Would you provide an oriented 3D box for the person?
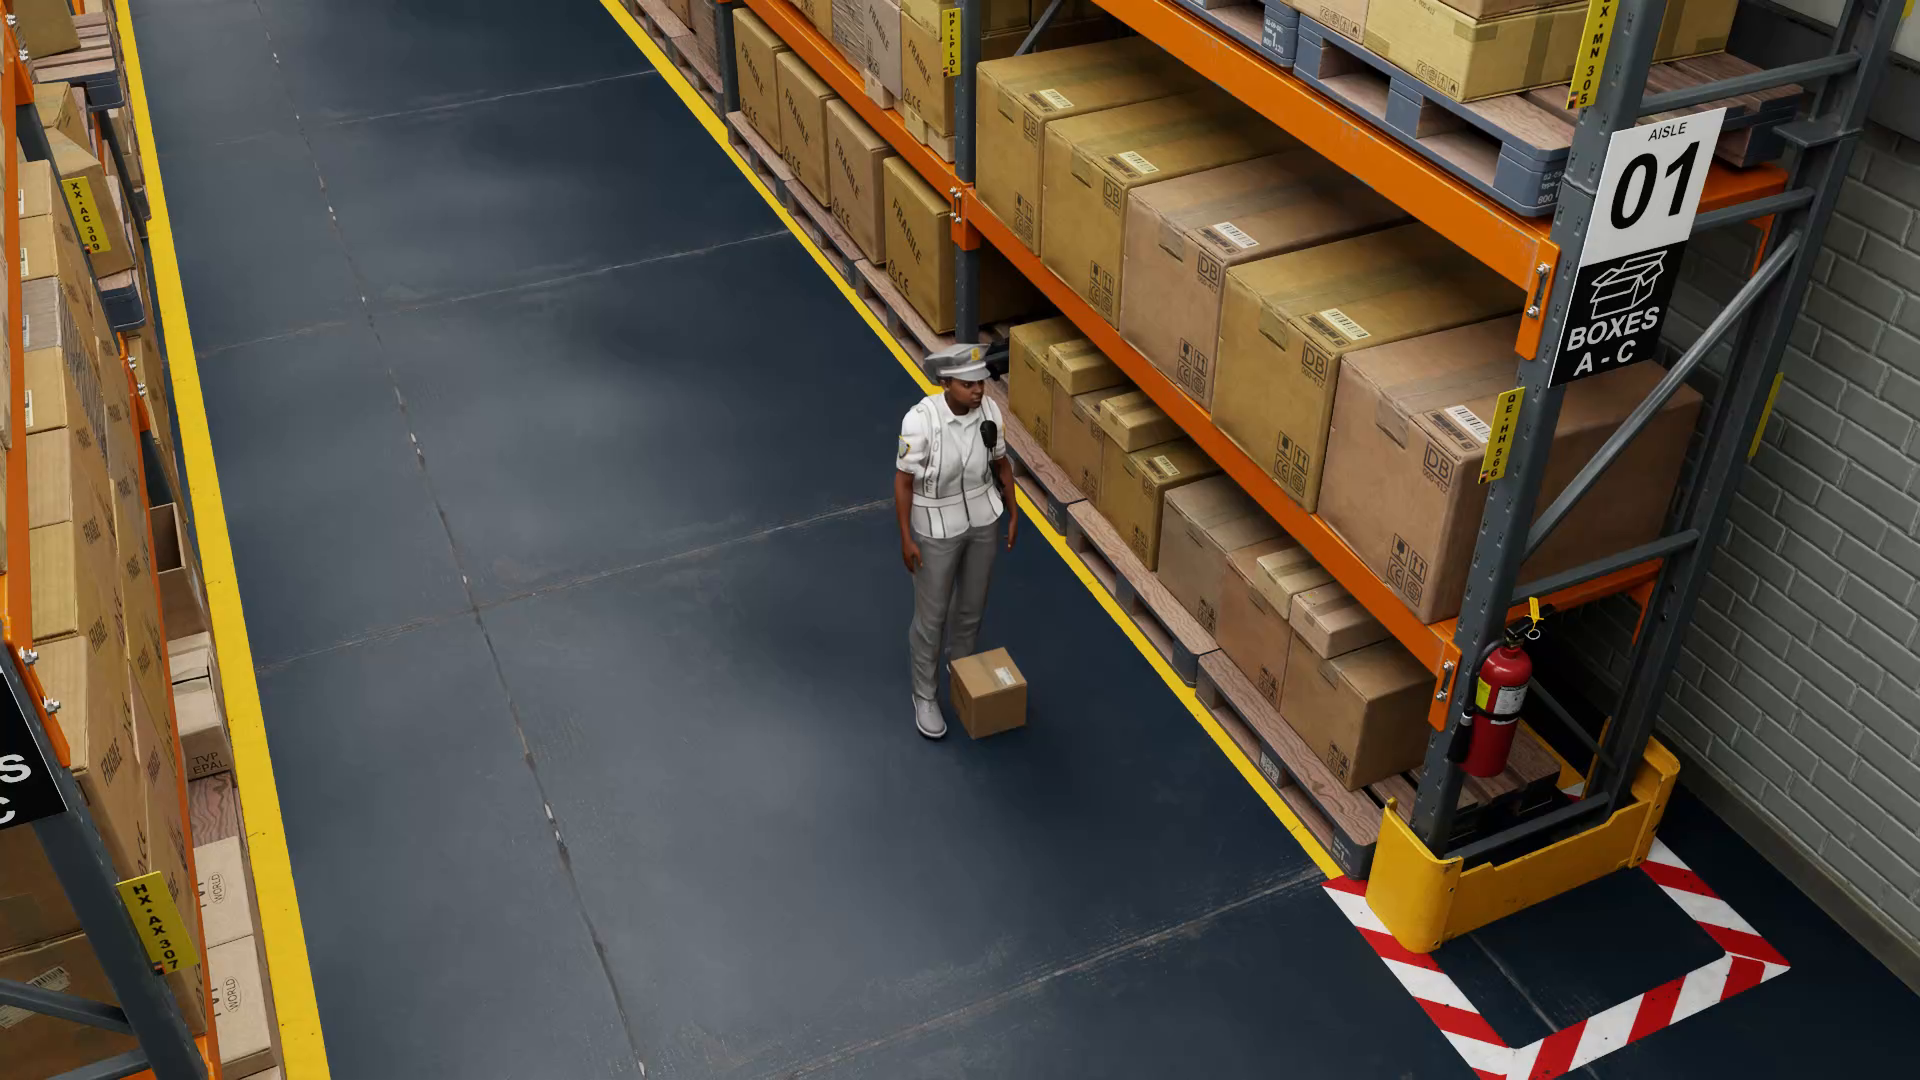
[{"bbox_3d":[0.003,-0.024,6.844,0.569,1.695,0.530,-16,40,-20],"label":"person"}]
